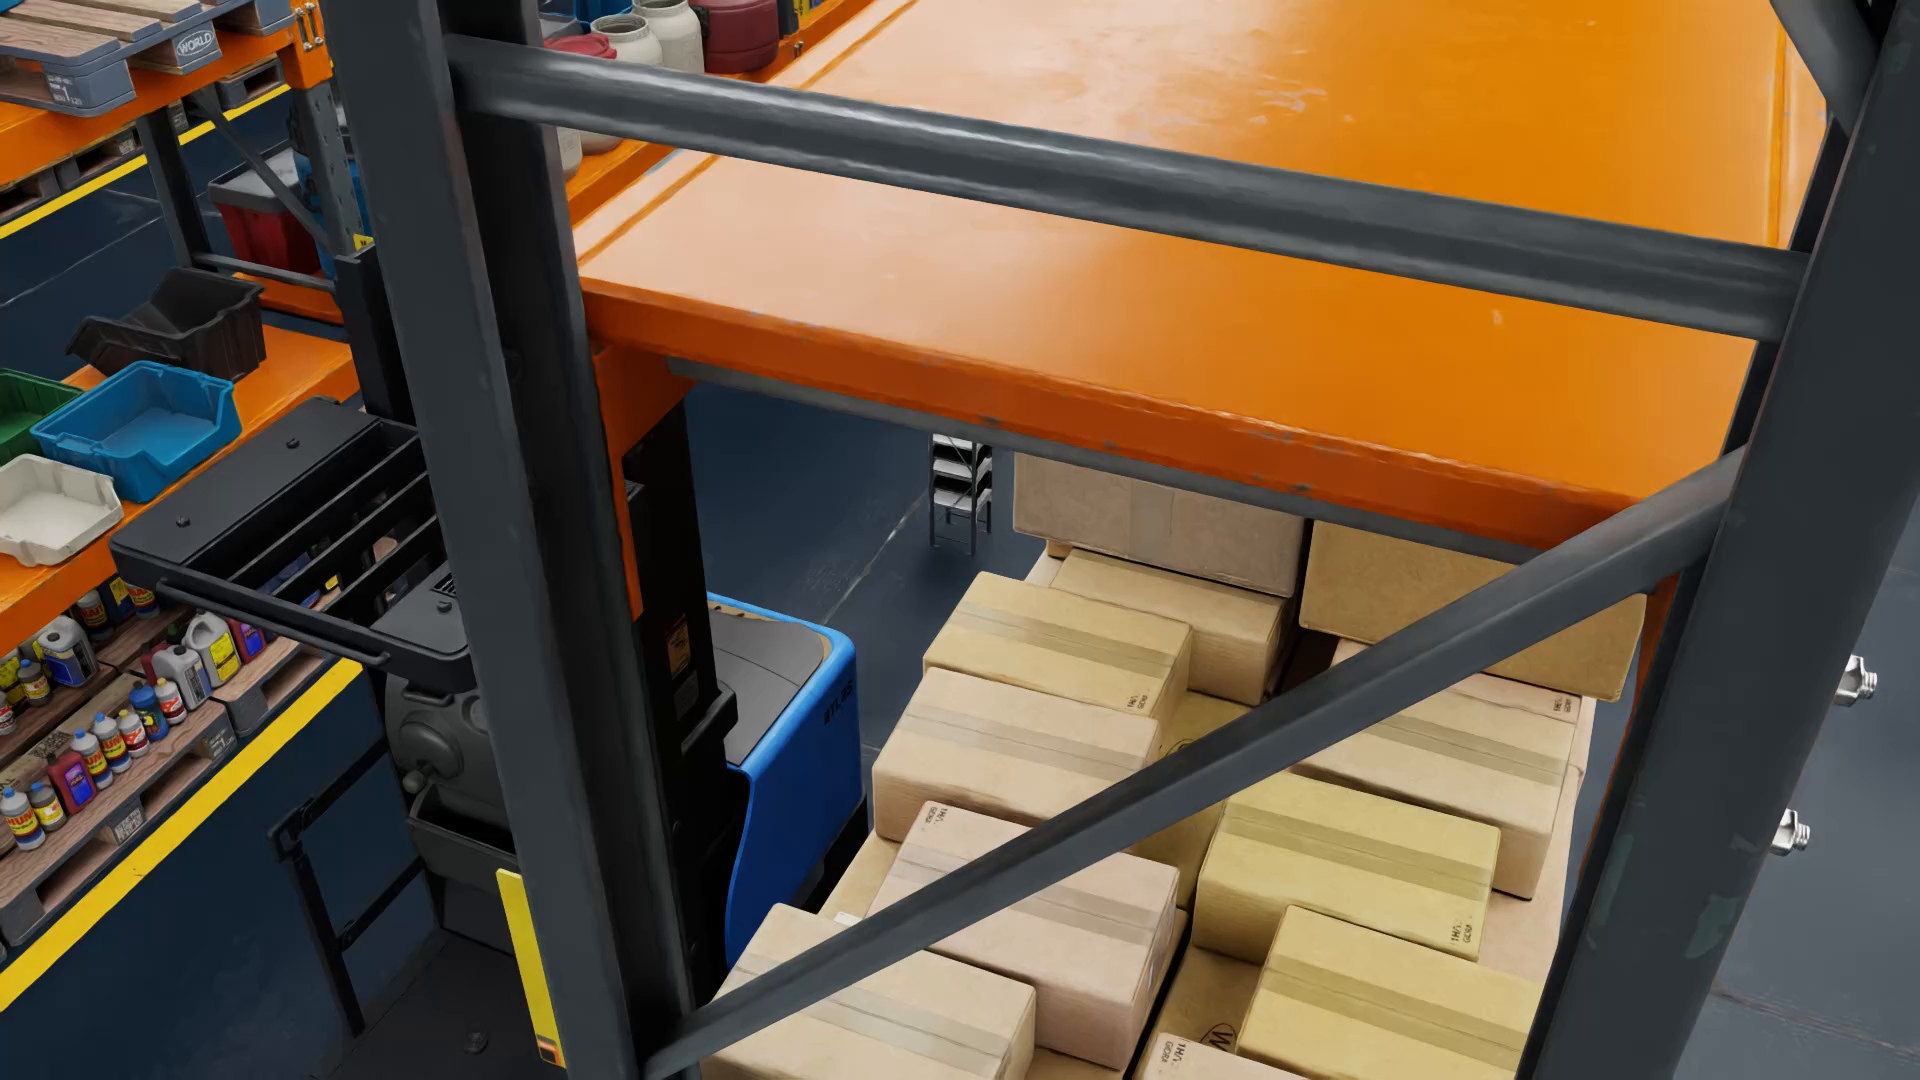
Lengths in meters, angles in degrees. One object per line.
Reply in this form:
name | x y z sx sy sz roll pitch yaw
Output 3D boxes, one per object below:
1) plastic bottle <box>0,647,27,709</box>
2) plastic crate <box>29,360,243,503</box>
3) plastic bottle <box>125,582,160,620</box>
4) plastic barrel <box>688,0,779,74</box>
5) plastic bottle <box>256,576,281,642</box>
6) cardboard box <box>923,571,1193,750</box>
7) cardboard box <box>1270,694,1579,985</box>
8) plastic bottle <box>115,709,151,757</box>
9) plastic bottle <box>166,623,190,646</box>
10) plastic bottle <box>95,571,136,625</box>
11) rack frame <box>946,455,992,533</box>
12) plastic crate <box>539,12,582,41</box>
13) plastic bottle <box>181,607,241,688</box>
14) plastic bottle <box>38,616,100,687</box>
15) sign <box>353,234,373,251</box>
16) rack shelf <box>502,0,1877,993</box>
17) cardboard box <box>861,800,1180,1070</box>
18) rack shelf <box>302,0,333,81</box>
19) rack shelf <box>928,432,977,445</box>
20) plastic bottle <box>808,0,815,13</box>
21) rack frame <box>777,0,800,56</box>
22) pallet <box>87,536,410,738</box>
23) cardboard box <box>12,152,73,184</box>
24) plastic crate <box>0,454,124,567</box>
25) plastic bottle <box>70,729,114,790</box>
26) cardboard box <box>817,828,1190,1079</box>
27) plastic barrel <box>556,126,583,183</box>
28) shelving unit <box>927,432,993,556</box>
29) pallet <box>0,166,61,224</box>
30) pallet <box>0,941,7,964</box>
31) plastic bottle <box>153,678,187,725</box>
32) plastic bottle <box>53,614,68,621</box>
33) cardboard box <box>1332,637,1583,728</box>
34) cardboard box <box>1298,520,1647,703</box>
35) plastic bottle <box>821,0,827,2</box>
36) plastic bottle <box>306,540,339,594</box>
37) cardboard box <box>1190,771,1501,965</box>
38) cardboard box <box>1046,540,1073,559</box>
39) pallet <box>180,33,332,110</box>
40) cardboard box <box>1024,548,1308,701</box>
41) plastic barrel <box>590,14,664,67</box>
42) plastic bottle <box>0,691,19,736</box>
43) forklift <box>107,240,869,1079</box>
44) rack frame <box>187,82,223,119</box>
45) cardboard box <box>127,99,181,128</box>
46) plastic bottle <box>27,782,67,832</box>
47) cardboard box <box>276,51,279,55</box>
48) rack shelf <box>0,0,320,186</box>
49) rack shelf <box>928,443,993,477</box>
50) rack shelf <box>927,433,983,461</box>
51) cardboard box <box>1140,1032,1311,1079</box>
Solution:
plastic bottle | -3.993 0.521 6.893 0.144 0.351 0.185 15 39 20
plastic crate | -3.168 -0.425 6.437 0.499 0.251 0.616 14 39 18
plastic bottle | -3.632 0.218 7.365 0.097 0.271 0.097 0 37 0
plastic barrel | -1.372 -3.102 9.781 0.600 0.536 0.708 14 39 18
plastic bottle | -3.049 0.254 7.250 0.144 0.351 0.185 12 38 15
cardboard box | 0.161 0.220 2.737 0.380 0.149 0.250 14 39 18
cardboard box | 0.674 0.548 2.632 0.500 0.250 0.500 13 39 17
plastic bottle | -3.335 0.767 6.688 0.097 0.201 0.097 0 37 0
plastic bottle | -3.277 0.451 7.043 0.061 0.283 0.133 14 39 18
plastic bottle | -3.760 0.183 7.345 0.144 0.351 0.185 12 38 16
rack frame | 0.042 -0.421 8.062 0.240 0.900 0.006 14 39 18
plastic crate | -2.374 -2.574 9.135 0.402 0.464 0.583 14 39 18
plastic bottle | -3.172 0.433 7.010 0.144 0.351 0.185 14 39 17
plastic bottle | -3.776 0.468 7.026 0.152 0.276 0.135 14 39 18
sign | -2.493 -1.139 7.037 0.100 0.325 0.005 14 39 18
rack shelf | 0.822 -1.037 2.725 1.077 0.370 4.000 14 39 18
cardboard box | 0.085 0.540 2.308 0.380 0.149 0.250 13 39 16
rack shelf | -2.237 -3.180 8.094 1.077 0.370 4.000 14 39 18
rack shelf | 0.003 -0.555 7.845 0.258 0.077 0.200 14 39 18
plastic bottle | -1.012 -3.490 10.517 0.152 0.276 0.135 14 39 18
rack frame | -1.476 -3.374 10.258 1.000 3.000 0.127 14 39 18
pallet | -3.292 0.320 7.645 1.003 0.211 1.213 14 39 18
cardboard box | -6.417 -2.660 11.250 0.500 0.250 0.500 15 39 19
plastic crate | -3.381 -0.097 6.094 0.530 0.136 0.437 14 39 18
plastic bottle | -3.411 0.850 6.519 0.097 0.271 0.097 0 37 0
cardboard box | 0.009 0.718 2.404 0.500 0.250 0.500 15 39 19
plastic barrel | -2.152 -2.100 8.440 0.433 0.535 0.433 0 37 0
shelving unit | 0.003 -0.365 7.987 0.258 0.900 0.210 14 39 18
pallet | -6.870 -2.267 11.107 1.003 0.211 1.213 14 39 18
pallet | -4.220 1.671 5.838 1.003 0.211 1.213 14 39 18
plastic bottle | -3.257 0.653 6.840 0.097 0.201 0.097 0 37 0
plastic bottle | -3.890 0.394 7.188 0.097 0.201 0.097 0 37 0
cardboard box | 0.815 0.225 2.730 0.380 0.149 0.250 14 39 18
cardboard box | 0.875 -0.138 2.674 0.500 0.500 0.500 14 39 18
plastic bottle | -0.906 -3.572 10.689 0.097 0.201 0.097 0 37 0
plastic bottle | -2.876 0.094 7.520 0.061 0.283 0.133 16 40 20
cardboard box | 0.550 0.494 2.371 0.380 0.149 0.250 13 39 17
cardboard box | 0.380 -0.061 3.113 0.380 0.149 0.250 12 38 15
pallet | -5.736 -3.792 13.147 1.003 0.211 1.213 14 39 18
cardboard box | 0.399 0.159 3.152 0.500 0.250 0.500 15 39 19
plastic barrel | -1.830 -2.567 9.086 0.421 0.512 0.421 0 37 0
plastic bottle | -3.930 0.691 6.789 0.097 0.201 0.097 0 37 0
forklift | -1.431 0.713 4.848 1.130 2.935 3.031 15 39 19
rack frame | -6.055 -4.504 11.771 1.000 3.000 0.127 14 39 18
cardboard box | -6.030 -3.224 12.004 0.500 0.250 0.500 15 39 19
plastic bottle | -3.502 1.010 6.363 0.097 0.201 0.097 0 37 0
cardboard box | -5.424 -4.157 13.027 0.500 0.500 0.500 12 39 16
rack shelf | -3.759 -0.965 5.131 1.077 0.370 4.000 14 39 18
rack shelf | 0.003 -0.410 7.953 0.258 0.077 0.200 14 39 18
rack shelf | 0.003 -0.482 7.899 0.258 0.077 0.200 14 39 18
cardboard box | 0.379 0.783 1.984 0.380 0.149 0.250 14 39 17
